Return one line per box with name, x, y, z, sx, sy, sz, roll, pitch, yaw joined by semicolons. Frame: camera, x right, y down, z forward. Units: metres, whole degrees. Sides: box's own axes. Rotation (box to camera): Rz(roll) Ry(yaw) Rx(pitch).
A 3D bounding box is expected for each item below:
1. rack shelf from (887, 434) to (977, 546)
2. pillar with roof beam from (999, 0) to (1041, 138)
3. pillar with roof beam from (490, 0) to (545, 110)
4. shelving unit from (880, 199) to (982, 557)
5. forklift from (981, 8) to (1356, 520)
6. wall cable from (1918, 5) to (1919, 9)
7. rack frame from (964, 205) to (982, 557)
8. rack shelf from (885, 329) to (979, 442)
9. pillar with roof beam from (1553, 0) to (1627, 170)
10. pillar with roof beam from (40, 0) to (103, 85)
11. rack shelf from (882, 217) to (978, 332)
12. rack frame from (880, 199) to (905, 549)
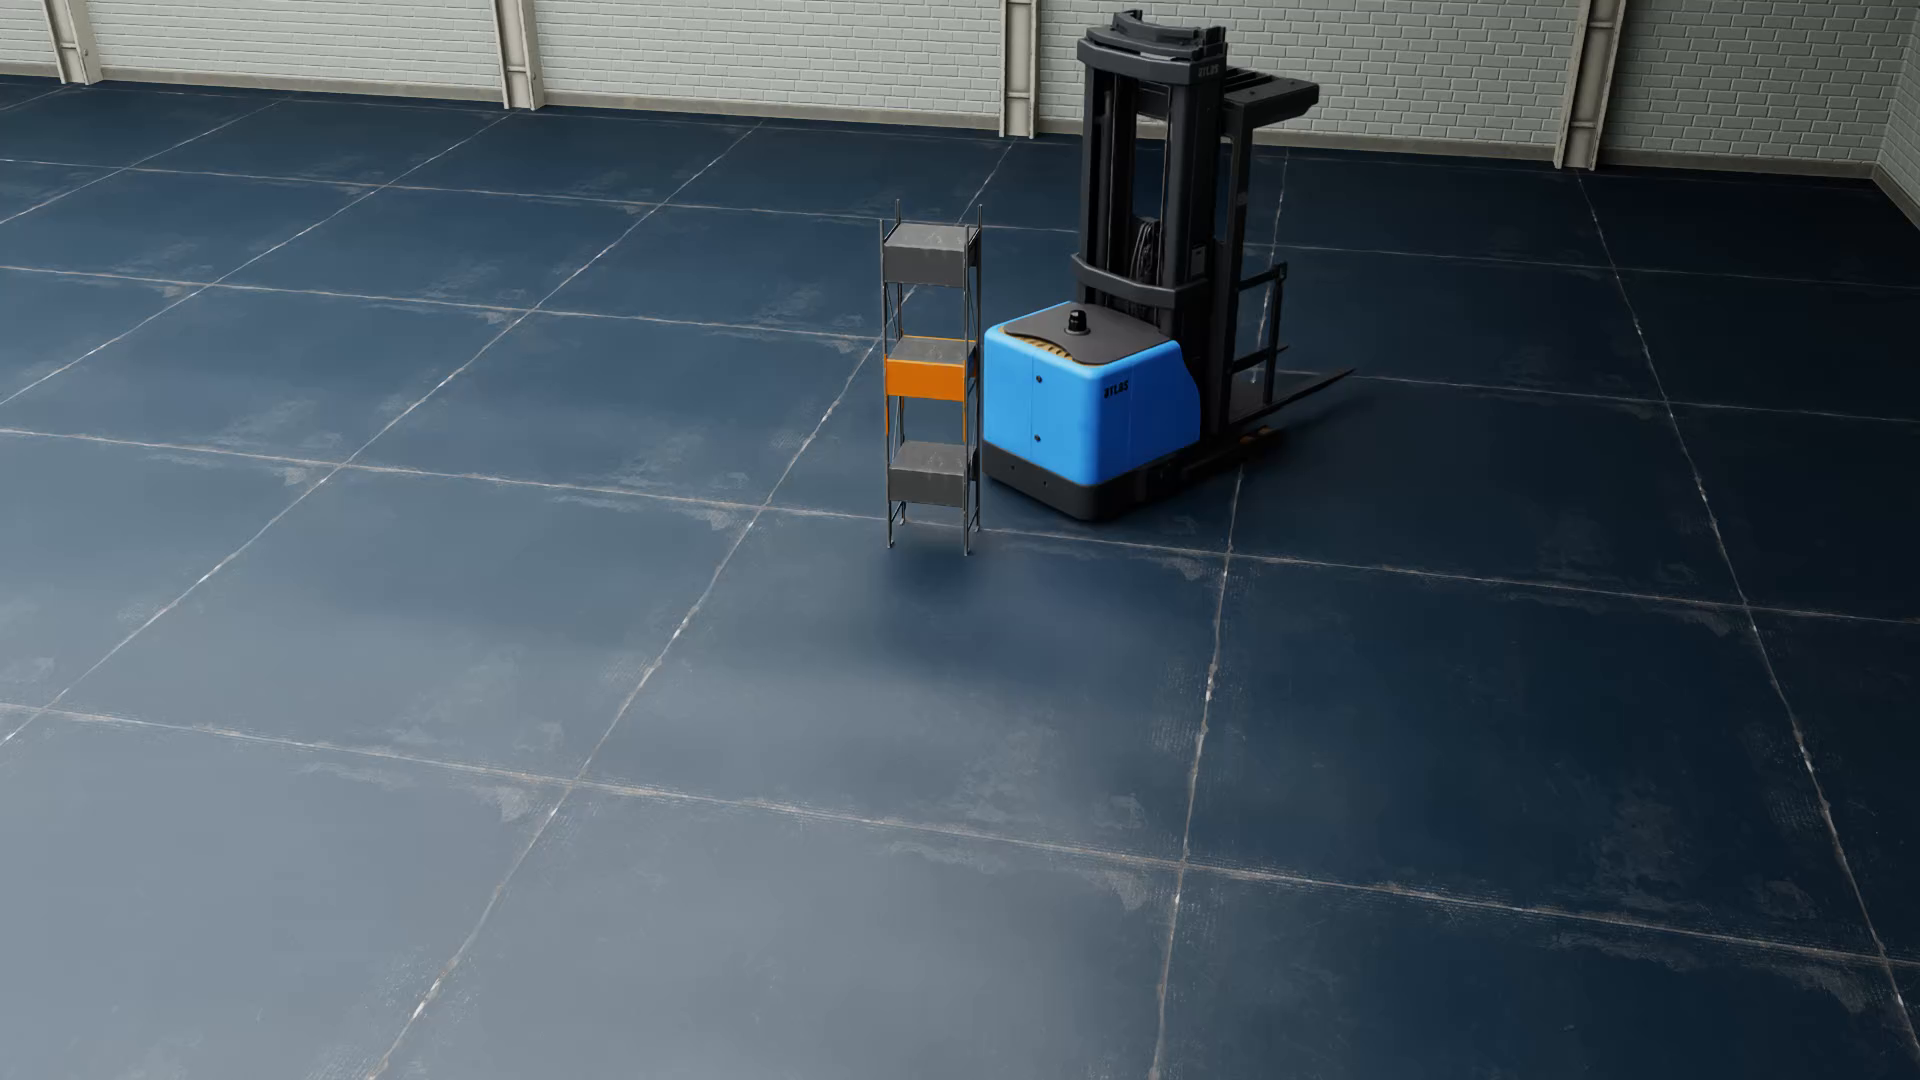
rack shelf;-0.162;-0.312;10.281;0.480;0.518;0.431;6;29;11
pillar with roof beam;-0.233;-6.515;12.941;0.400;9.000;9.100;6;29;11
pillar with roof beam;-6.101;-7.116;14.040;0.400;9.000;9.100;6;29;11
shelving unit;-0.162;-0.938;9.938;0.503;2.100;0.431;6;29;11
forklift;1.575;-1.998;11.010;3.031;2.935;1.130;-23;36;-36
wall cable;9.138;-5.656;14.607;0.112;2.526;3.097;6;29;11
rack frame;0.077;-0.913;9.893;0.015;2.100;0.400;6;29;11
rack shelf;-0.162;-0.926;9.945;0.480;0.518;0.431;6;29;11
pillar with roof beam;5.634;-5.913;11.842;0.400;9.000;9.100;6;29;11
pillar with roof beam;-11.969;-7.718;15.139;0.400;9.000;9.100;6;29;11
rack shelf;-0.162;-1.540;9.609;0.480;0.518;0.431;6;29;11
rack frame;-0.401;-0.962;9.983;0.015;2.100;0.400;6;29;11
